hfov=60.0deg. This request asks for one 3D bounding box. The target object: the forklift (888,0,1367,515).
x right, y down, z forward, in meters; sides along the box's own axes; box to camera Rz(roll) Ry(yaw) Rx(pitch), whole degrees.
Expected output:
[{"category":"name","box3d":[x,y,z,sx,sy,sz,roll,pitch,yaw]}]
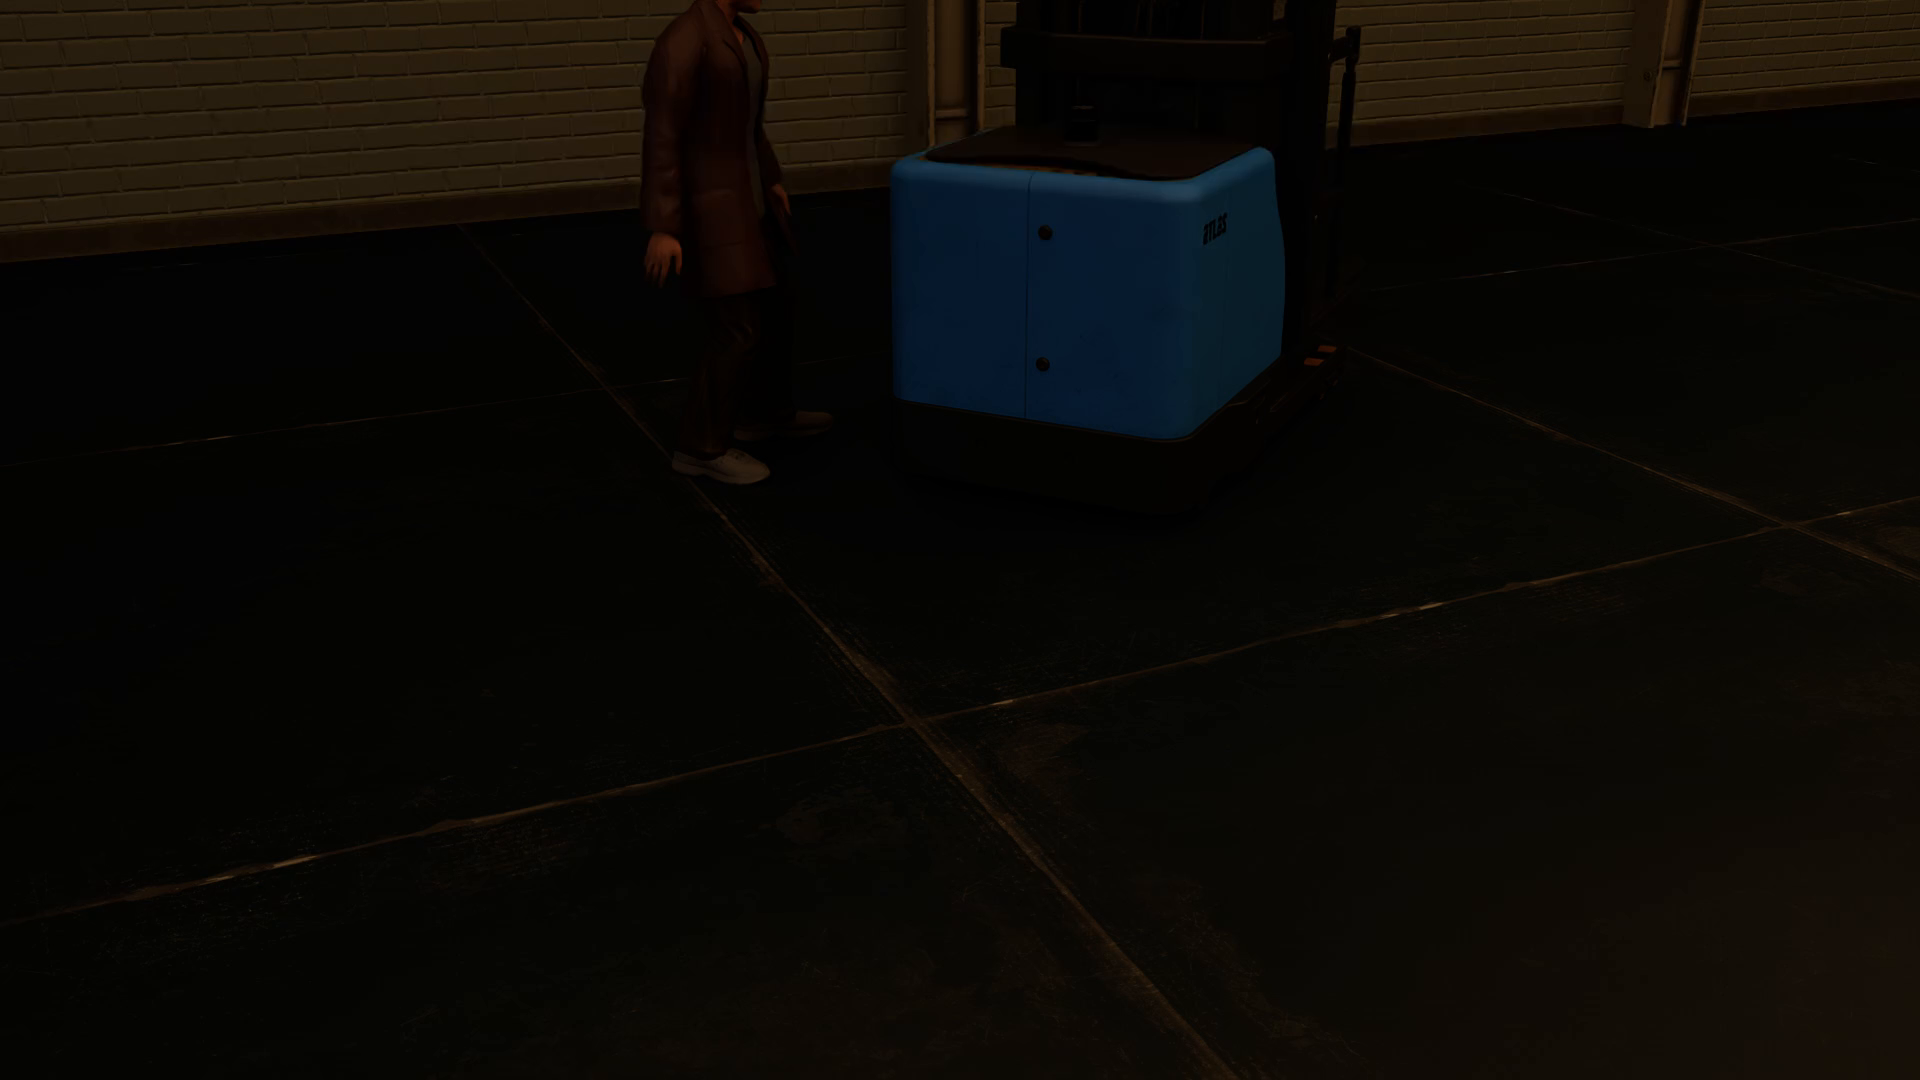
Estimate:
[{"category":"forklift","box3d":[0.875,-1.958,5.999,1.130,2.935,3.031,11,25,24]}]

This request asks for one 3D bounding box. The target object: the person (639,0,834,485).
[{"category":"person","box3d":[-0.752,-1.067,5.402,0.422,1.751,0.878,5,23,12]}]
